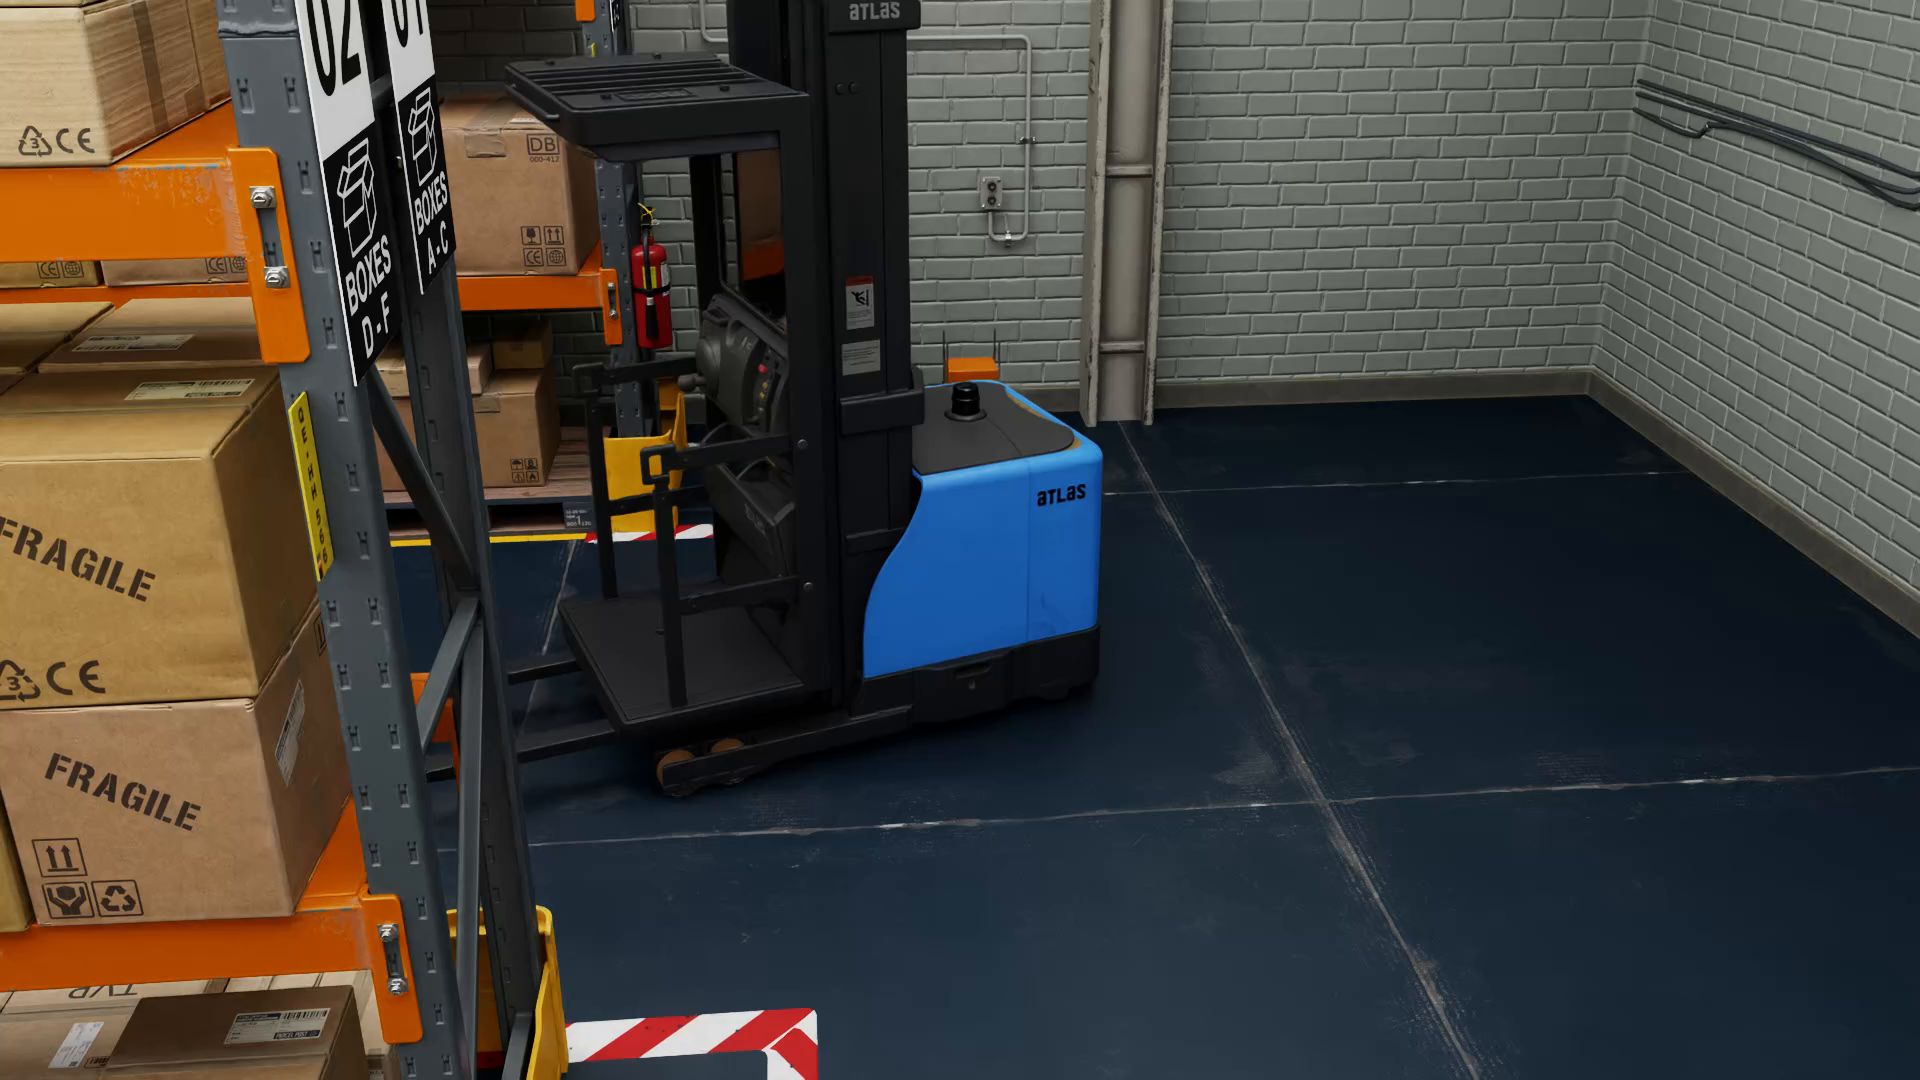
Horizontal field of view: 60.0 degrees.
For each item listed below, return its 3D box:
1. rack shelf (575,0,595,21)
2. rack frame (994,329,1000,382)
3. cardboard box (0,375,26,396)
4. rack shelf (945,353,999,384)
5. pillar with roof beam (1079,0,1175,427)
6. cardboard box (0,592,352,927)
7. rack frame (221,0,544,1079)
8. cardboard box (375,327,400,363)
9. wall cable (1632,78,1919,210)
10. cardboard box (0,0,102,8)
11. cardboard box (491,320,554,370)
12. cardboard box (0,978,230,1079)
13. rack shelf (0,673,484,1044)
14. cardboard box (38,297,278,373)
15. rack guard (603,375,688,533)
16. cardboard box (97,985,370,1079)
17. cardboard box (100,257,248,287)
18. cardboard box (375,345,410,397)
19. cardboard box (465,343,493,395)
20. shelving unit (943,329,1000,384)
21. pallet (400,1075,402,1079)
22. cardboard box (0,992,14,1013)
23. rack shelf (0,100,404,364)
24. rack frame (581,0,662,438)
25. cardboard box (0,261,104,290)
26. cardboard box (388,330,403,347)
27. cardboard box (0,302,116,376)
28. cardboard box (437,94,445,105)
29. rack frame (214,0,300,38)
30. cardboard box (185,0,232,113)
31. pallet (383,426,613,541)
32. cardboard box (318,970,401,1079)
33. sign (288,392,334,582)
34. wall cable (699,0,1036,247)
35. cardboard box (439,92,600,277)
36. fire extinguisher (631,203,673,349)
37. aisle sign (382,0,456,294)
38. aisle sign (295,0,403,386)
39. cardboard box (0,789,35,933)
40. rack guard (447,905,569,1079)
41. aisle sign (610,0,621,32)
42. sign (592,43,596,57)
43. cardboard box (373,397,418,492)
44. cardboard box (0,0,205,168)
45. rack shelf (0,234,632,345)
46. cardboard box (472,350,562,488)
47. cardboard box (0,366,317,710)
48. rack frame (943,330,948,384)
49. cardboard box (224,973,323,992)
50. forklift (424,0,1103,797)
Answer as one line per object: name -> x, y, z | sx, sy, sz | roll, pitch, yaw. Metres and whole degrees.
rack shelf -> -3.666, -2.609, 7.619 | 4.000, 0.370, 1.077 | -2, 24, -5
rack frame -> 0.175, -0.487, 8.053 | 0.008, 1.050, 0.200 | -2, 24, -5
cardboard box -> -2.103, 0.002, 3.198 | 0.500, 0.500, 0.500 | -2, 24, -4
rack shelf -> 0.053, -0.732, 7.931 | 0.240, 0.259, 0.215 | -2, 24, -5
pillar with roof beam -> 1.350, -3.105, 4.158 | 0.400, 9.000, 9.100 | -2, 24, -5
cardboard box -> -1.604, 0.438, 3.449 | 0.500, 0.500, 0.500 | -2, 24, -4
rack frame -> -1.185, 0.355, 3.757 | 0.127, 3.000, 1.000 | -2, 24, -5
cardboard box -> -3.011, -0.980, 8.523 | 0.250, 0.149, 0.380 | -2, 24, -5
wall cable -> 3.988, -3.051, 7.857 | 0.112, 2.526, 3.097 | -2, 24, -5
cardboard box -> -1.671, -1.052, 2.799 | 0.500, 0.250, 0.500 | -2, 24, -5
cardboard box -> -2.257, -1.010, 8.592 | 0.250, 0.149, 0.380 | -2, 24, -5
cardboard box -> -2.251, 1.338, 4.391 | 0.500, 0.250, 0.500 | -2, 24, -5
rack shelf -> -3.175, 0.764, 3.724 | 4.000, 0.370, 1.077 | -2, 24, -5
cardboard box -> -1.652, -0.236, 3.734 | 0.500, 0.500, 0.500 | -2, 24, -4
rack guard -> -1.652, -0.505, 8.772 | 0.348, 0.500, 1.175 | -2, 24, -5
cardboard box -> -1.702, 1.418, 3.903 | 0.500, 0.500, 0.500 | -2, 24, -5
cardboard box -> -3.665, -1.699, 8.010 | 0.700, 0.700, 0.980 | -3, 24, -8
cardboard box -> -2.726, -0.835, 8.198 | 0.250, 0.149, 0.380 | -2, 24, -4
cardboard box -> -2.472, -0.846, 8.221 | 0.250, 0.149, 0.380 | -3, 24, -6
shelving unit -> 0.053, -0.482, 8.042 | 0.252, 1.050, 0.215 | -2, 24, -5
pallet -> -2.054, 1.665, 4.245 | 1.213, 0.211, 1.003 | -2, 24, -5
cardboard box -> -2.749, 1.358, 4.346 | 0.500, 0.250, 0.500 | -2, 24, -5
rack shelf -> -3.175, -0.607, 3.115 | 4.000, 0.370, 1.077 | -2, 24, -5
rack frame -> -1.675, -1.647, 8.262 | 0.127, 3.000, 1.000 | -2, 24, -5
cardboard box -> -4.388, -1.666, 7.936 | 0.700, 0.700, 0.980 | -3, 24, -6
cardboard box -> -2.762, -0.990, 8.545 | 0.250, 0.149, 0.380 | -2, 24, -5
cardboard box -> -2.172, -0.212, 3.680 | 0.500, 0.500, 0.500 | -2, 24, -5
cardboard box -> -2.905, -1.726, 8.070 | 0.700, 0.700, 0.980 | -2, 24, -6
rack frame -> -1.185, -2.386, 2.539 | 0.127, 3.000, 1.000 | -2, 24, -5
cardboard box -> -1.721, -1.029, 3.364 | 0.500, 0.250, 0.500 | -2, 24, -5
pallet -> -2.463, -0.309, 8.685 | 1.213, 0.211, 1.003 | -2, 24, -5
cardboard box -> -1.635, 1.335, 4.522 | 0.250, 0.149, 0.380 | -2, 24, -5
sign -> -1.150, -0.093, 2.952 | 0.005, 0.325, 0.100 | -2, 24, -5
wall cable -> -0.494, -2.544, 9.031 | 1.851, 1.984, 0.084 | -2, 24, -5
cardboard box -> -2.182, -1.759, 8.146 | 0.700, 0.700, 0.980 | -1, 24, -3
fire extinguisher -> -1.480, -1.260, 7.947 | 0.183, 0.674, 0.296 | -2, 24, -5
aisle sign -> -1.146, -0.954, 3.503 | 0.004, 0.787, 0.394 | -2, 24, -5
aisle sign -> -1.087, -0.711, 2.957 | 0.004, 0.787, 0.394 | -2, 24, -5
cardboard box -> -2.120, 0.460, 3.400 | 0.500, 0.500, 0.500 | -2, 24, -5
rack guard -> -1.260, 1.501, 4.258 | 0.348, 0.500, 1.175 | -2, 24, -5
aisle sign -> -1.574, -2.716, 7.467 | 0.004, 0.787, 0.394 | -2, 24, -5
sign -> -1.636, -2.064, 7.484 | 0.005, 0.325, 0.100 | -2, 24, -5
cardboard box -> -2.860, -0.608, 8.485 | 0.500, 0.500, 0.700 | -2, 24, -5
cardboard box -> -1.670, -0.820, 2.893 | 0.500, 0.250, 0.500 | -2, 24, -5
rack shelf -> -3.666, -1.238, 8.228 | 4.000, 0.370, 1.077 | -2, 24, -5
cardboard box -> -2.362, -0.628, 8.530 | 0.500, 0.500, 0.700 | -2, 24, -5
cardboard box -> -1.601, -0.018, 3.244 | 0.500, 0.500, 0.500 | -3, 24, -6
rack frame -> -0.068, -0.477, 8.031 | 0.008, 1.050, 0.200 | -2, 24, -5
cardboard box -> -1.884, 1.337, 4.496 | 0.250, 0.166, 0.380 | -2, 24, -5
forklift -> -0.989, -0.639, 6.080 | 3.031, 2.935, 1.130 | -11, 26, -23
